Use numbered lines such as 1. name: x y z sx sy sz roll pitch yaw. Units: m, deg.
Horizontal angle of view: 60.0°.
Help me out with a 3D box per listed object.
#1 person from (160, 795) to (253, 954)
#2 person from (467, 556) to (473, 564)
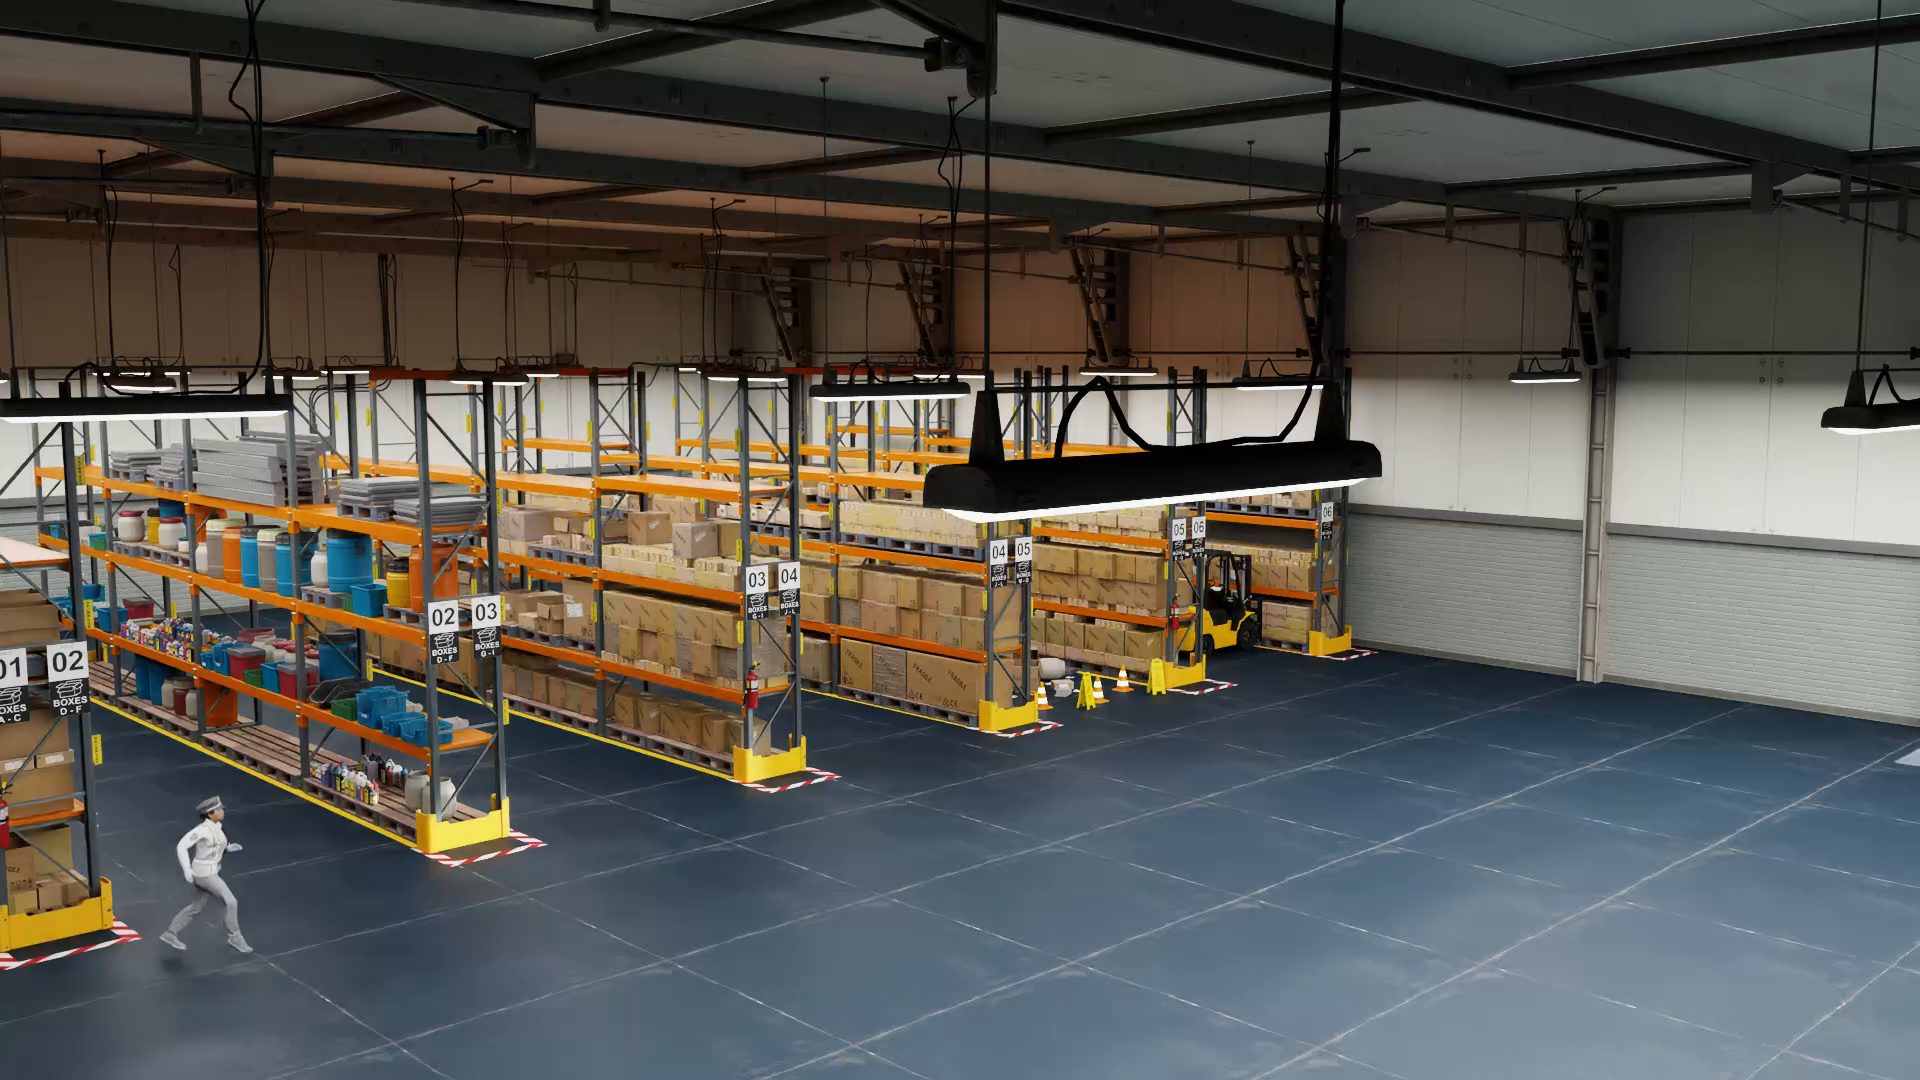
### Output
1. person: -7.930 3.539 17.438 0.892 1.726 0.635 -1 7 -12
2. person: -11.583 1.044 39.481 0.643 1.650 0.946 3 7 22
